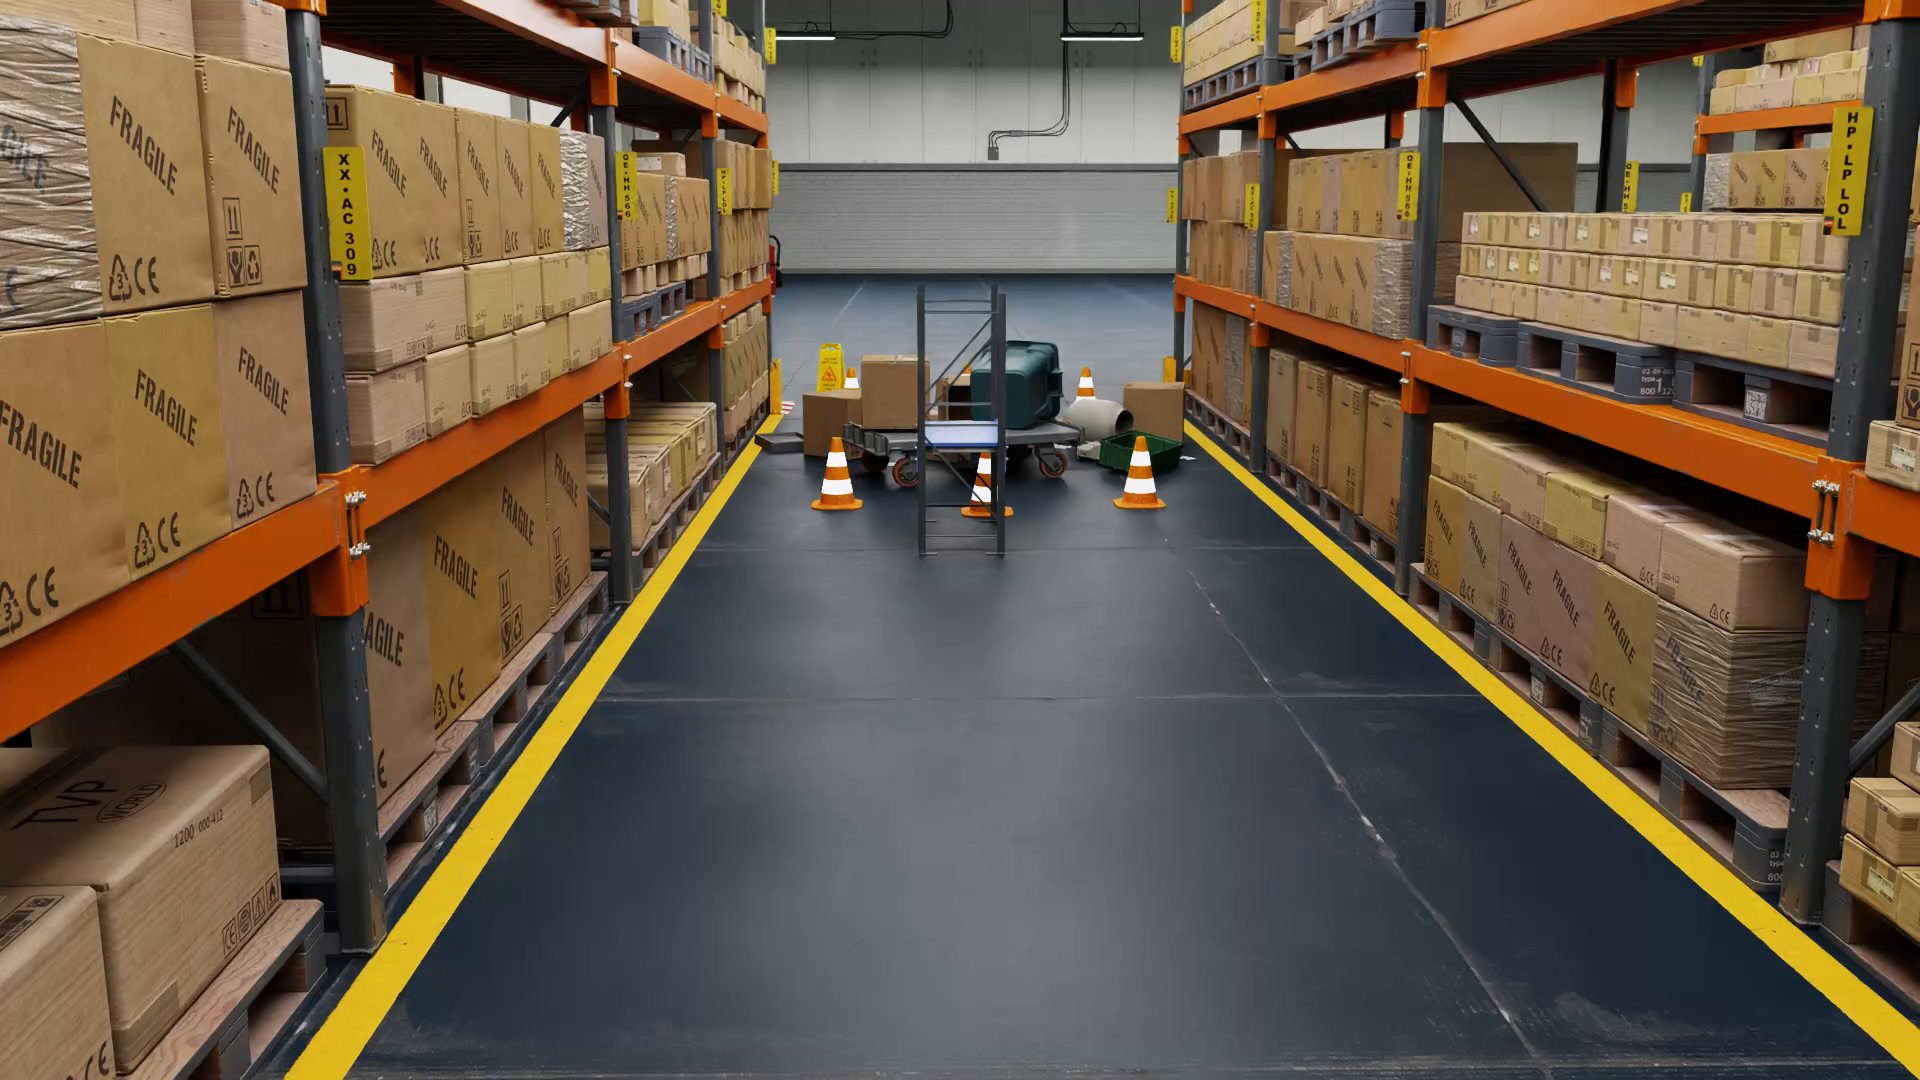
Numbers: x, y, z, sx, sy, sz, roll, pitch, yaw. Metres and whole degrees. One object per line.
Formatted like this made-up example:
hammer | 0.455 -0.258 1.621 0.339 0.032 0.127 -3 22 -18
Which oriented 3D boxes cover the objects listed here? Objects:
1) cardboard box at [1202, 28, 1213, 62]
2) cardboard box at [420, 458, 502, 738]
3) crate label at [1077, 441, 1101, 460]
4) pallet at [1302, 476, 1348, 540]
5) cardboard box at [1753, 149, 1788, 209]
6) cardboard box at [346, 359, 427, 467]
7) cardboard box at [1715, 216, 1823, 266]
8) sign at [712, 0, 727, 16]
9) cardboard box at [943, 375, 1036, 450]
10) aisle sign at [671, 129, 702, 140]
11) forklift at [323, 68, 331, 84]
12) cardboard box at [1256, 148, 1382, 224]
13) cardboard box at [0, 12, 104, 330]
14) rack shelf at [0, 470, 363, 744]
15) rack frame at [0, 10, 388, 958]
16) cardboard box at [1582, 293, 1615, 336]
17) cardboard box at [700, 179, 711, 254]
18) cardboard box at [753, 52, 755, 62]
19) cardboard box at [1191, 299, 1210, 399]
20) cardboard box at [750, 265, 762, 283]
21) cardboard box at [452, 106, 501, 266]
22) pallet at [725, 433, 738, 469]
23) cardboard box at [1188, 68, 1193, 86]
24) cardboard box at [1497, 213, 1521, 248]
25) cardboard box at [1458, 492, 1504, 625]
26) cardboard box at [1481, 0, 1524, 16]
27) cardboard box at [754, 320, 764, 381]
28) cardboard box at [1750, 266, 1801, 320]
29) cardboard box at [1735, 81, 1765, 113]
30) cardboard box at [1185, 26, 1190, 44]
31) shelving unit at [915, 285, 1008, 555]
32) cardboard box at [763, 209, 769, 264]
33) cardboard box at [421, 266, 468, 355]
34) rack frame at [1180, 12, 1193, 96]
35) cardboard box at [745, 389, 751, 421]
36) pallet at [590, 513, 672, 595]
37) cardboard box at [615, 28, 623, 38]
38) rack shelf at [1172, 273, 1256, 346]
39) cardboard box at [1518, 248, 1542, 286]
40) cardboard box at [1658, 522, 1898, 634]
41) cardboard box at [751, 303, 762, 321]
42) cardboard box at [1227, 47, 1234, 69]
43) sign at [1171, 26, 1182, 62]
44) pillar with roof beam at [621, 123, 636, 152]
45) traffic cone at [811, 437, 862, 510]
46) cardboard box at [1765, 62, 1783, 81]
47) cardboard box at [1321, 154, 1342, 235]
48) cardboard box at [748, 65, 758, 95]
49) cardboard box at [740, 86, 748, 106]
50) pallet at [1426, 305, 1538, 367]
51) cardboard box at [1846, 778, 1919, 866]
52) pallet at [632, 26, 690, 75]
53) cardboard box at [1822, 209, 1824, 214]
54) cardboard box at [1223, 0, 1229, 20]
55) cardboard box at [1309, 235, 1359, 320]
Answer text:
cardboard box | 2.387 -4.276 14.370 0.500 0.250 0.500 0 11 -2
cardboard box | -2.207 0.182 5.908 0.875 0.875 0.875 0 11 0
crate label | 1.078 -0.706 13.193 0.298 0.136 0.250 -10 15 -40
pallet | 2.813 -0.219 10.610 1.003 0.211 1.213 0 11 -1
cardboard box | 7.326 -3.153 14.543 0.500 0.500 0.500 0 11 -1
cardboard box | -1.833 -0.367 4.699 0.500 0.250 0.500 -1 11 -2
cardboard box | 2.646 -0.950 5.277 0.380 0.149 0.250 -1 11 -3
sign | -1.698 -3.861 11.712 0.100 0.325 0.005 0 11 -1
cardboard box | 0.259 -1.055 13.654 0.797 0.637 0.503 0 11 -1
aisle sign | -2.647 -4.022 15.801 0.394 0.787 0.004 0 11 -1
forklift | -4.917 -1.954 12.319 1.130 2.935 3.031 -2 12 -8
cardboard box | 2.720 -2.658 12.525 0.875 0.550 0.550 0 11 -1
cardboard box | -1.780 -0.596 2.685 0.500 0.500 0.500 0 11 0
rack shelf | -2.047 0.399 2.359 1.077 0.370 4.000 0 11 -1
rack frame | -2.088 -0.352 4.247 1.000 3.000 0.127 0 11 -1
cardboard box | 2.617 -0.865 6.353 0.380 0.149 0.250 -1 11 -3
cardboard box | -2.014 -2.251 11.557 0.500 0.500 0.500 0 11 -2
cardboard box | -2.067 -4.357 15.074 0.380 0.149 0.250 0 11 0
cardboard box | 2.691 -1.807 15.711 0.875 0.875 0.875 0 11 -1
cardboard box | -1.979 -2.388 14.919 0.380 0.149 0.250 0 11 0
cardboard box | -1.856 -1.180 5.564 0.500 0.500 0.500 -1 11 -3
pallet | -2.302 -0.709 13.021 1.003 0.211 1.213 0 11 -1
cardboard box | 2.304 -4.259 15.288 0.380 0.149 0.250 0 11 -1
cardboard box | 2.601 -1.366 7.330 0.380 0.149 0.250 0 11 -1
cardboard box | 2.550 0.074 7.382 0.500 0.500 0.500 0 11 0
cardboard box | 2.540 -2.492 7.003 0.500 0.500 0.500 0 11 -1
cardboard box | -2.044 -1.701 14.871 0.500 0.500 0.500 0 11 1
cardboard box | 2.647 -0.751 5.044 0.380 0.149 0.250 0 11 -1
cardboard box | 7.340 -3.975 14.940 0.500 0.250 0.500 0 11 -2
cardboard box | 2.300 -4.702 15.467 0.380 0.149 0.250 0 11 -1
shelving unit | -0.002 -0.752 9.994 0.538 1.500 1.048 0 11 -1
cardboard box | -2.049 -2.825 15.440 0.500 0.500 0.500 0 11 -2
cardboard box | -1.854 -0.715 5.160 0.500 0.250 0.500 0 11 0
rack frame | 2.611 -5.717 15.608 1.000 3.000 0.127 0 11 -1
cardboard box | -2.031 -1.130 13.944 0.500 0.250 0.500 0 11 -2
pallet | -2.185 0.065 9.210 1.003 0.211 1.213 0 11 -1
cardboard box | -2.180 -2.854 8.787 0.700 0.500 0.500 0 11 -1
rack shelf | 2.652 -2.027 14.316 1.077 0.370 4.000 0 11 -1
cardboard box | 2.608 -1.162 7.068 0.380 0.149 0.250 0 11 -1
cardboard box | 2.591 0.113 5.304 0.500 0.250 0.500 -1 11 -3
cardboard box | -1.984 -2.050 14.960 0.380 0.149 0.250 0 11 0
cardboard box | 2.345 -3.857 13.306 0.380 0.149 0.250 0 11 0
sign | 2.056 -4.713 15.806 0.100 0.325 0.005 0 11 -1
pillar with roof beam | -4.501 -11.495 44.086 9.100 9.000 0.548 0 11 -1
traffic cone | -0.828 -0.458 11.152 0.336 0.463 0.334 0 11 -1
cardboard box | 7.319 -4.110 14.601 0.380 0.149 0.250 0 11 -1
cardboard box | 2.732 -2.220 10.690 0.700 0.500 0.500 0 11 -1
cardboard box | -2.060 -4.079 14.703 0.500 0.250 0.500 0 11 -2
cardboard box | -1.973 -3.709 13.884 0.380 0.149 0.250 0 11 -2
pallet | 2.898 -0.952 7.689 1.213 0.211 1.003 0 11 -1
cardboard box | 2.547 0.727 4.297 0.380 0.149 0.250 0 11 1
pallet | -2.322 -2.990 10.183 1.213 0.211 1.003 0 11 -1
cardboard box | 7.621 -2.465 13.668 0.875 0.500 0.500 0 11 -1
cardboard box | 2.342 -4.297 13.470 0.380 0.149 0.250 0 11 -2
cardboard box | 2.465 -1.625 10.273 0.500 0.500 0.500 0 11 0
